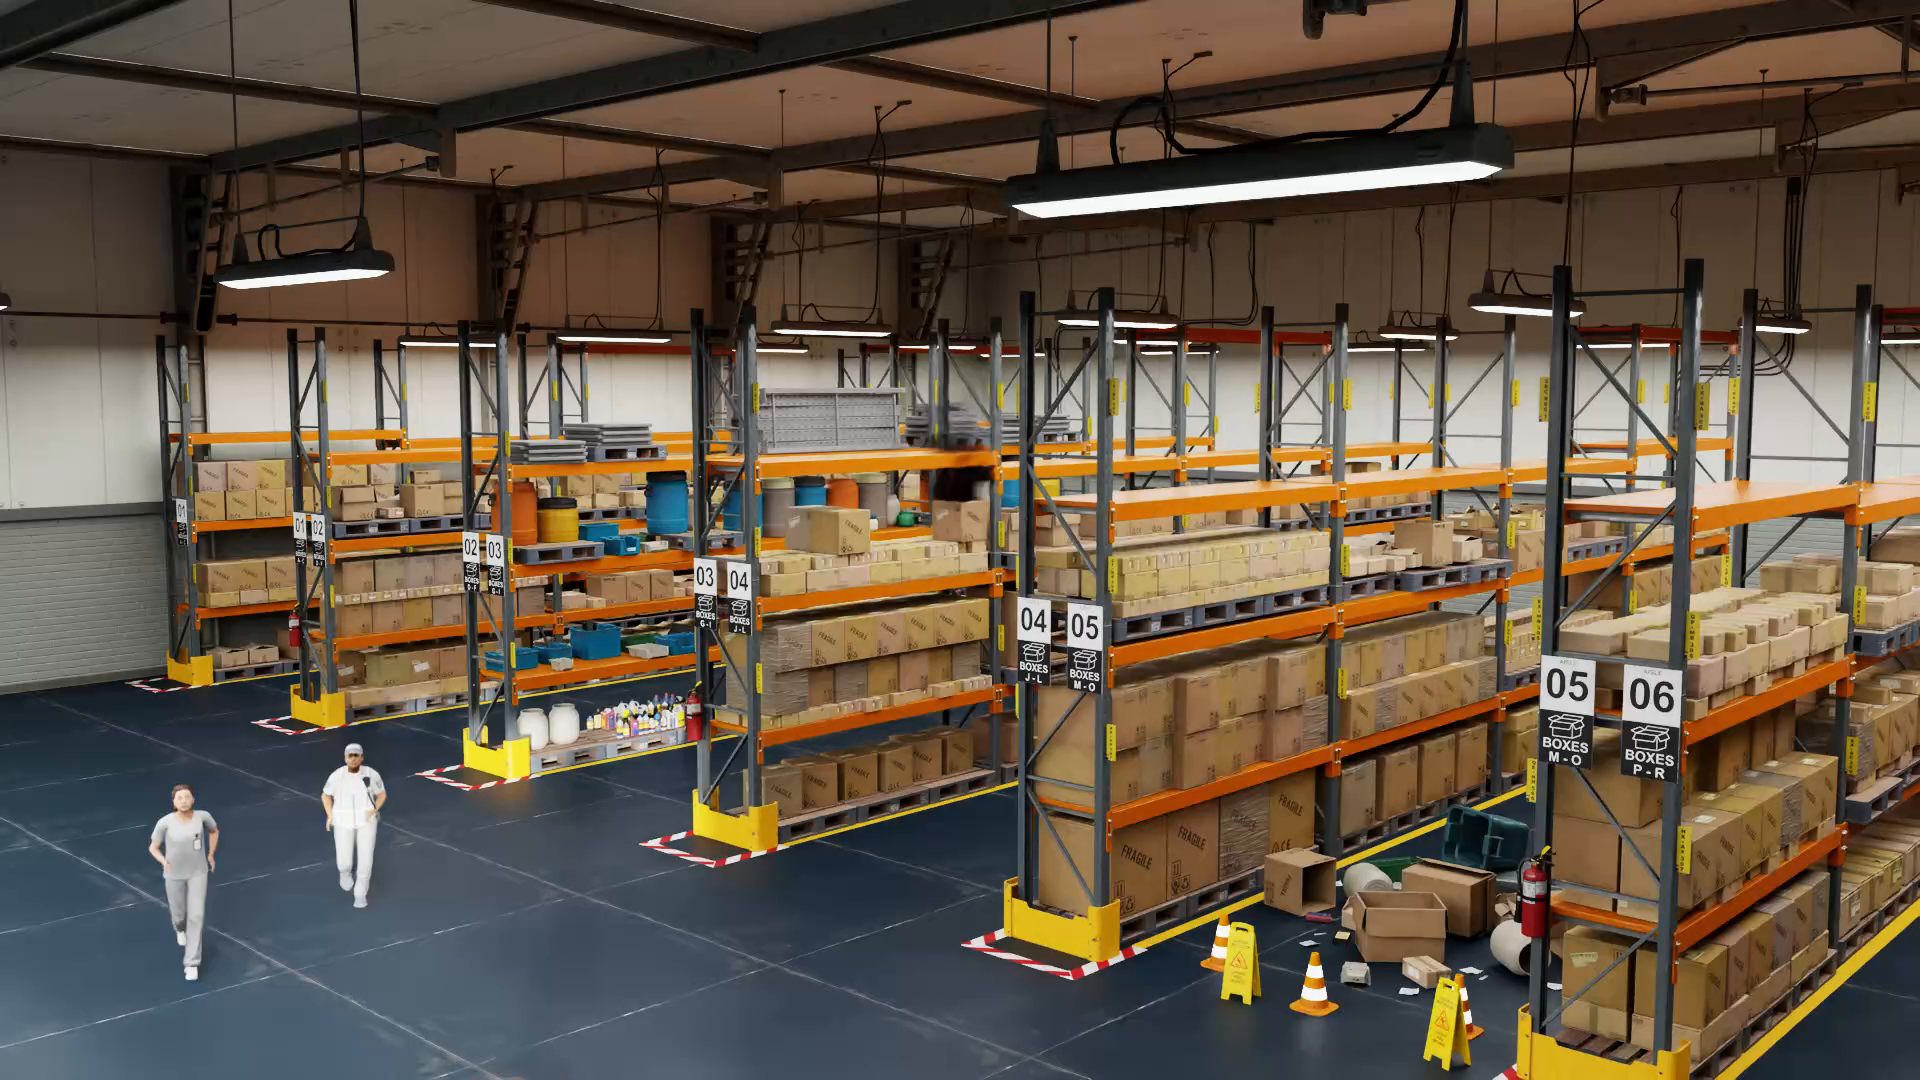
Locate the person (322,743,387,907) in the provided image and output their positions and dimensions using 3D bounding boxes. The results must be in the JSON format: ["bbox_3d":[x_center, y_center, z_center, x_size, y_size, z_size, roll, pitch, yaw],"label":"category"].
[{"bbox_3d":[-5.991,2.820,16.473,0.608,1.623,0.549,-2,6,-19],"label":"person"}]

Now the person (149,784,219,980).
[{"bbox_3d":[-6.837,2.965,14.697,0.569,1.657,0.913,-3,6,-27],"label":"person"}]
